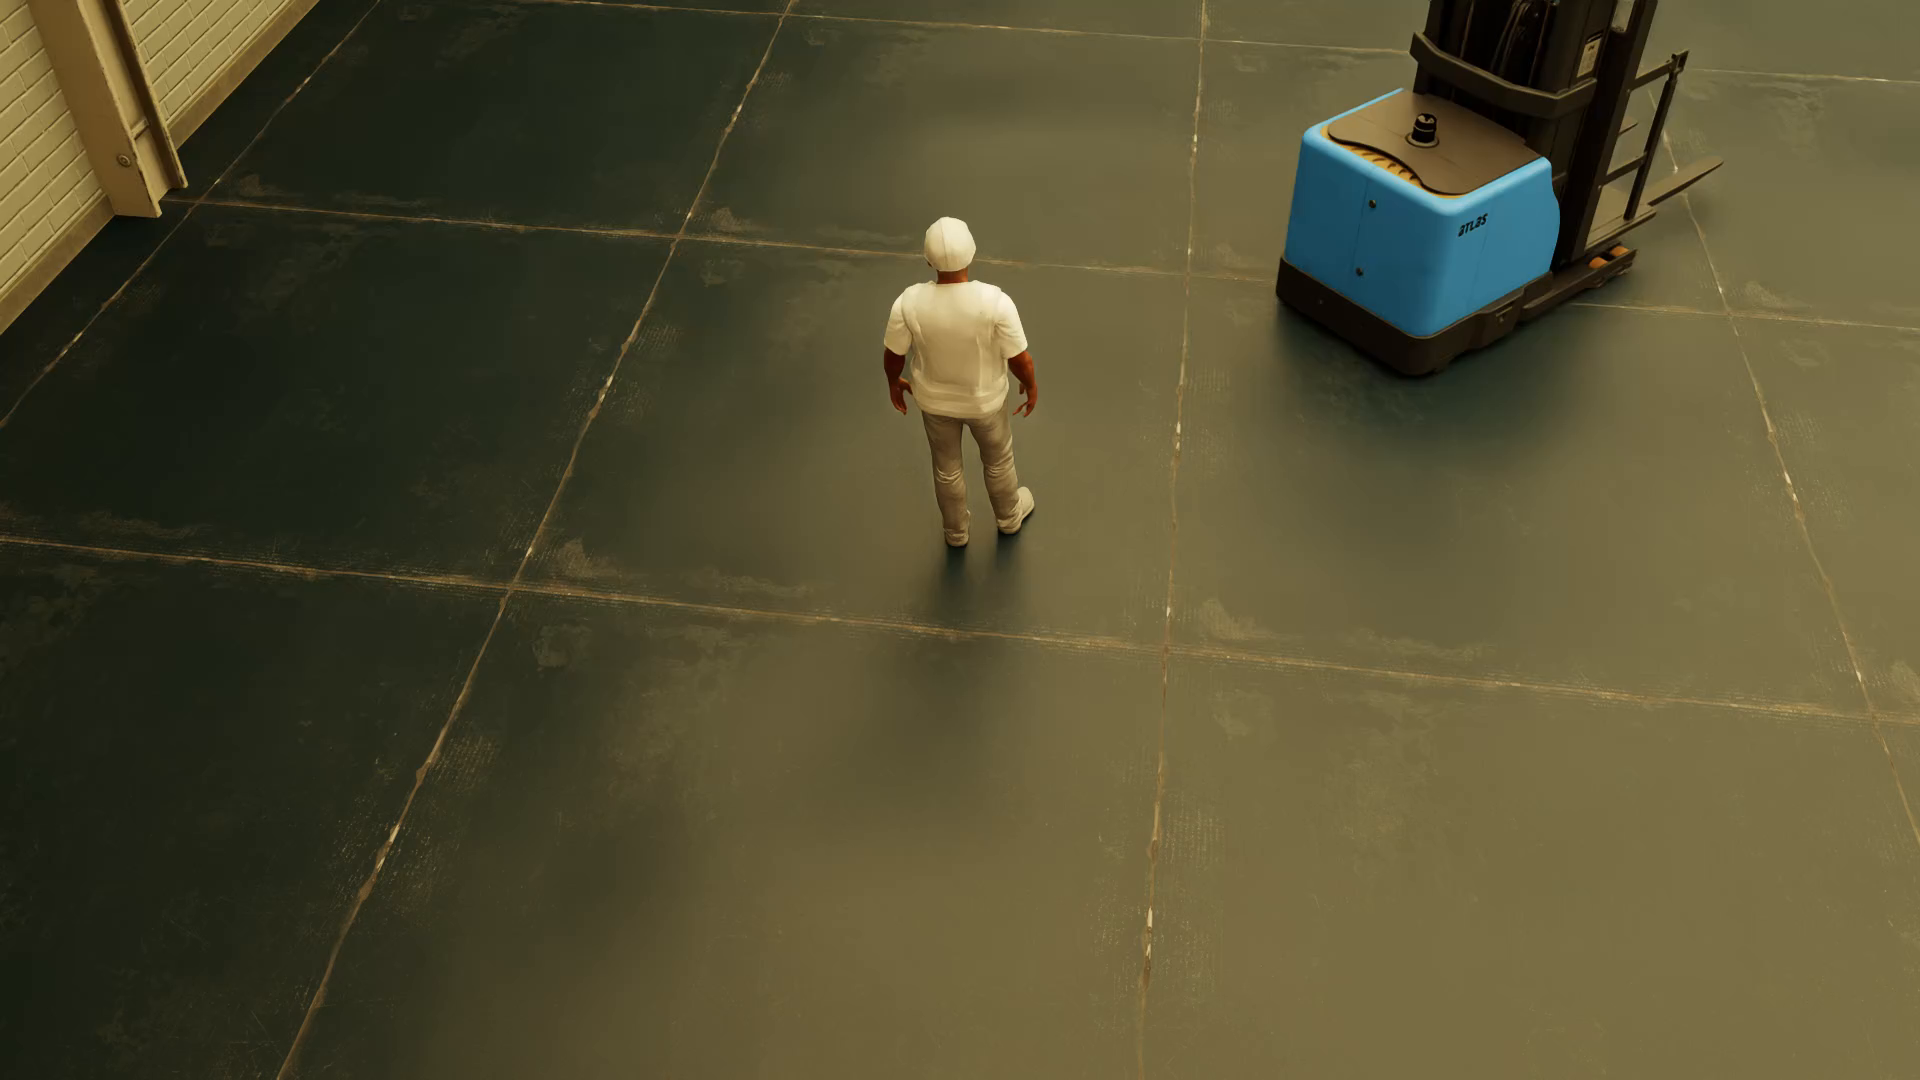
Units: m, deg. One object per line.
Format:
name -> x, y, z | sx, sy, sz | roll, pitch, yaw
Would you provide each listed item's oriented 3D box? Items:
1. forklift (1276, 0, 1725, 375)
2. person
forklift -> 3.236, -2.770, 8.740 | 3.031, 2.935, 1.130 | -28, 49, -27
person -> 0.015, -0.702, 7.339 | 0.665, 1.768, 0.575 | 5, 43, 6
